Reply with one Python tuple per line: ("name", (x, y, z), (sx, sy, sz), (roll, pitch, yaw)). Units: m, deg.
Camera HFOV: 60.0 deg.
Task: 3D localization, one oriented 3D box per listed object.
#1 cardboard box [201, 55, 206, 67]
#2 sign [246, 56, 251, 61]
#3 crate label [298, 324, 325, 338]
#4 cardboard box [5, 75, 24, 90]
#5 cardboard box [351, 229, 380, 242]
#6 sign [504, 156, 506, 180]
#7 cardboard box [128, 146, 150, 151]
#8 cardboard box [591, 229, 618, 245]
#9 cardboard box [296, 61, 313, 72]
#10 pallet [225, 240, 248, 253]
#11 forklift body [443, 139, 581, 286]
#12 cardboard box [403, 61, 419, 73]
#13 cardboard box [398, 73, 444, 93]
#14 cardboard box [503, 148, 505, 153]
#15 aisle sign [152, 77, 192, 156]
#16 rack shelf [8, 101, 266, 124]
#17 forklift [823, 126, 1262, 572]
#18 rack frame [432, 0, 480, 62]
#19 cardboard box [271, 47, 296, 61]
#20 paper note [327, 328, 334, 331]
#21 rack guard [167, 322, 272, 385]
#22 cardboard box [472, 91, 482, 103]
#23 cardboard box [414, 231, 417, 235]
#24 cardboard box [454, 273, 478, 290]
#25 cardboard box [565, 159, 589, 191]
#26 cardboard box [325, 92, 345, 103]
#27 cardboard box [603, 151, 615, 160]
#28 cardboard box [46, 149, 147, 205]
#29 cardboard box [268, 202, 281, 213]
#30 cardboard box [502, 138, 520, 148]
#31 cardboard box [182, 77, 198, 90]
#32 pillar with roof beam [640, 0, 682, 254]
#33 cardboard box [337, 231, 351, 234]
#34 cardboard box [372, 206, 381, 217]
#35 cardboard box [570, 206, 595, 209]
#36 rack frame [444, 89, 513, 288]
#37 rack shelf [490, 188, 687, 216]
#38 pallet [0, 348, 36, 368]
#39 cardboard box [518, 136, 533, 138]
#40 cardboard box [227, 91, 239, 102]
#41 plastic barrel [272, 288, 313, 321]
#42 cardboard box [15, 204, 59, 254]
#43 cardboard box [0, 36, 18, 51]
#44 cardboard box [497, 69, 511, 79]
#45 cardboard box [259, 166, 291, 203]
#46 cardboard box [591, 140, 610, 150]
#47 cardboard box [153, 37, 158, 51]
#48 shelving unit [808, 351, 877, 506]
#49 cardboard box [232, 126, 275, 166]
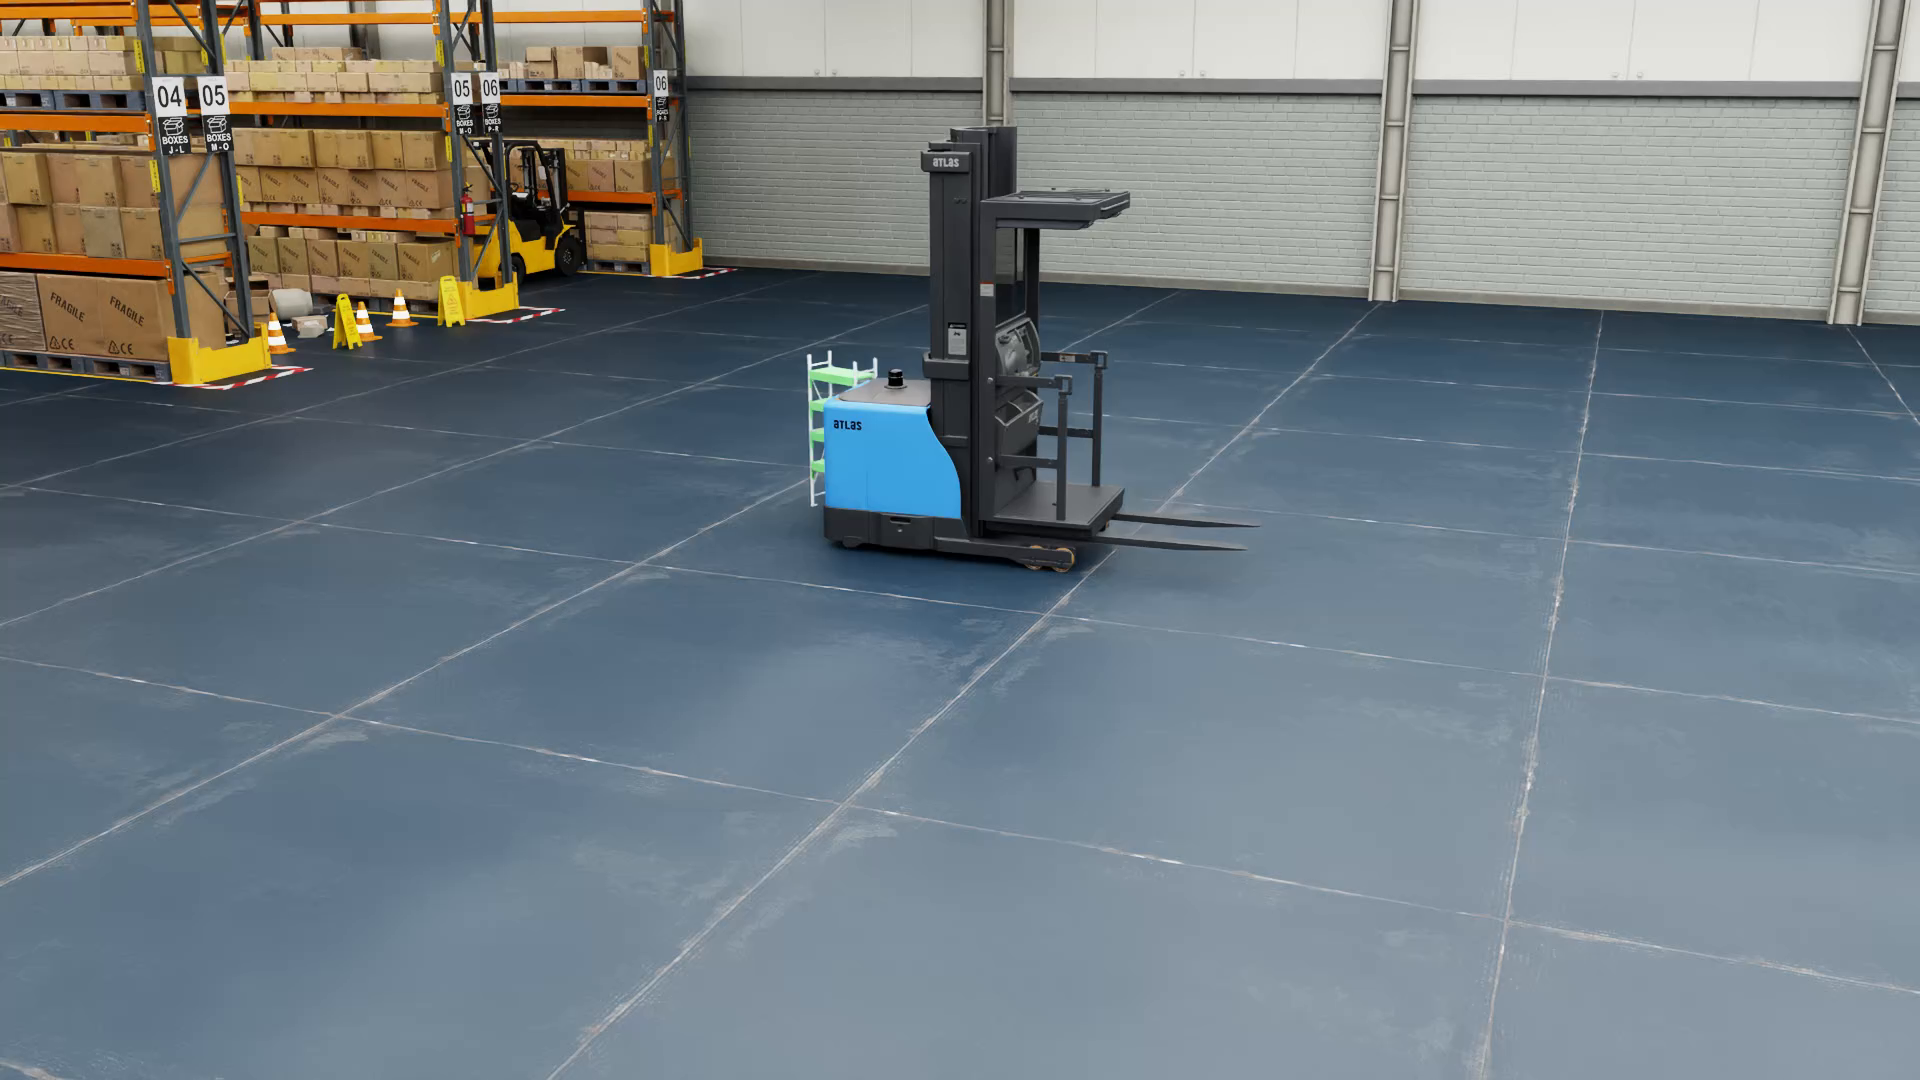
("cardboard box", (-10.804, -6.820, 23.526), (0.500, 0.250, 0.500), (7, 17, 22))
("sign", (-12.322, -8.229, 28.832), (0.005, 0.325, 0.100), (6, 17, 21))
("crate label", (-8.215, -2.651, 21.060), (0.298, 0.136, 0.250), (-2, 16, -8))
("cardboard box", (-10.071, -4.952, 17.990), (0.250, 0.149, 0.380), (7, 17, 21))
("cardboard box", (-8.181, -4.216, 22.986), (0.250, 0.149, 0.380), (7, 18, 23))
("sign", (-6.298, -5.131, 22.915), (0.005, 0.325, 0.100), (6, 17, 21))
("cardboard box", (-11.671, -5.469, 24.165), (0.500, 0.500, 0.500), (7, 18, 23))
("cardboard box", (-5.709, -5.006, 27.321), (0.500, 0.250, 0.500), (6, 17, 20))
("cardboard box", (-8.813, -6.451, 22.654), (0.250, 0.149, 0.380), (6, 17, 20))
("pallet", (-12.802, -5.428, 30.492), (1.213, 0.211, 1.003), (6, 17, 21))
("forklift body", (-7.112, -5.176, 26.144), (1.214, 2.155, 2.313), (6, 17, 21))
("cardboard box", (-7.145, -6.272, 22.038), (0.250, 0.149, 0.380), (7, 17, 22))
("cardboard box", (-7.072, -6.068, 22.052), (0.500, 0.250, 0.500), (6, 17, 20))
("cardboard box", (-7.504, -6.440, 27.635), (0.250, 0.149, 0.380), (7, 17, 22))
("aisle sign", (-8.263, -4.444, 17.438), (0.004, 0.787, 0.394), (6, 17, 21))
("rack shelf", (-12.078, -6.283, 24.348), (4.000, 0.370, 1.077), (6, 17, 21))
("forklift", (0.593, -1.352, 11.575), (3.031, 2.935, 1.130), (5, 17, 18))
("rack frame", (-8.400, -9.153, 27.560), (0.127, 3.000, 1.000), (6, 17, 21))
("cardboard box", (-11.536, -8.282, 28.828), (0.500, 0.500, 0.500), (6, 17, 21))
("paper note", (-8.106, -2.729, 21.520), (0.142, 0.019, 0.148), (0, 16, 1))
("rack guard", (-8.197, -2.078, 18.434), (0.348, 0.500, 1.175), (6, 17, 21))
("cardboard box", (-6.686, -6.013, 22.575), (0.250, 0.149, 0.380), (6, 17, 21))
("cardboard box", (-9.608, -5.465, 29.123), (0.625, 0.625, 0.875), (6, 17, 20))
("cardboard box", (-7.146, -3.610, 23.407), (0.500, 0.250, 0.500), (6, 17, 20))
("cardboard box", (-6.189, -6.000, 27.283), (0.500, 0.500, 0.500), (6, 17, 20))
("cardboard box", (-8.376, -6.004, 22.545), (0.250, 0.149, 0.380), (6, 17, 20))
("cardboard box", (-5.572, -6.246, 26.964), (0.250, 0.149, 0.380), (7, 17, 22))
("cardboard box", (-9.566, -4.044, 18.518), (0.550, 0.550, 0.875), (6, 17, 21))
("cardboard box", (-9.530, -4.716, 23.489), (0.250, 0.149, 0.380), (6, 17, 20))
("cardboard box", (-7.493, -6.584, 27.597), (0.250, 0.149, 0.380), (7, 17, 22))
("cardboard box", (-8.420, -4.968, 18.045), (0.250, 0.149, 0.380), (6, 17, 21))
("pillar with roof beam", (-6.575, -7.932, 23.355), (0.400, 9.000, 9.100), (6, 17, 21))
("cardboard box", (-9.095, -4.183, 24.035), (0.500, 0.500, 0.500), (7, 17, 22))
("cardboard box", (-7.867, -4.547, 22.906), (0.250, 0.149, 0.380), (7, 17, 21))
("cardboard box", (-6.458, -5.480, 28.056), (0.500, 0.250, 0.500), (6, 17, 20))
("rack frame", (-6.497, -4.575, 22.551), (0.127, 3.000, 1.000), (6, 17, 21))
("rack shelf", (-6.539, -5.722, 27.792), (4.000, 0.370, 1.077), (6, 17, 21))
("pallet", (-11.261, -2.252, 19.554), (1.213, 0.211, 1.003), (6, 17, 21))
("cardboard box", (-7.267, -6.750, 28.169), (0.250, 0.149, 0.380), (6, 17, 20))
("cardboard box", (-10.016, -6.207, 23.245), (0.250, 0.149, 0.380), (6, 17, 20))
("plastic barrel", (-8.974, -3.156, 22.286), (0.512, 0.421, 0.421), (-9, 18, -27))
("cardboard box", (-10.083, -3.563, 18.796), (0.500, 0.550, 0.875), (6, 17, 21))
("cardboard box", (-10.076, -5.336, 17.880), (0.250, 0.149, 0.380), (6, 17, 21))
("cardboard box", (-7.379, -7.638, 27.241), (0.250, 0.149, 0.380), (7, 18, 22))
("cardboard box", (-9.435, -5.012, 23.345), (0.500, 0.500, 0.500), (6, 17, 20))
("cardboard box", (-5.788, -6.428, 27.060), (0.250, 0.149, 0.380), (6, 17, 21))
("cardboard box", (-8.645, -5.376, 18.018), (0.250, 0.149, 0.380), (6, 17, 21))
("shelving unit", (-0.901, -0.822, 12.852), (0.503, 1.200, 0.258), (14, 21, 39))
("cardboard box", (-9.888, -5.554, 23.417), (0.500, 0.500, 0.700), (6, 17, 20))
